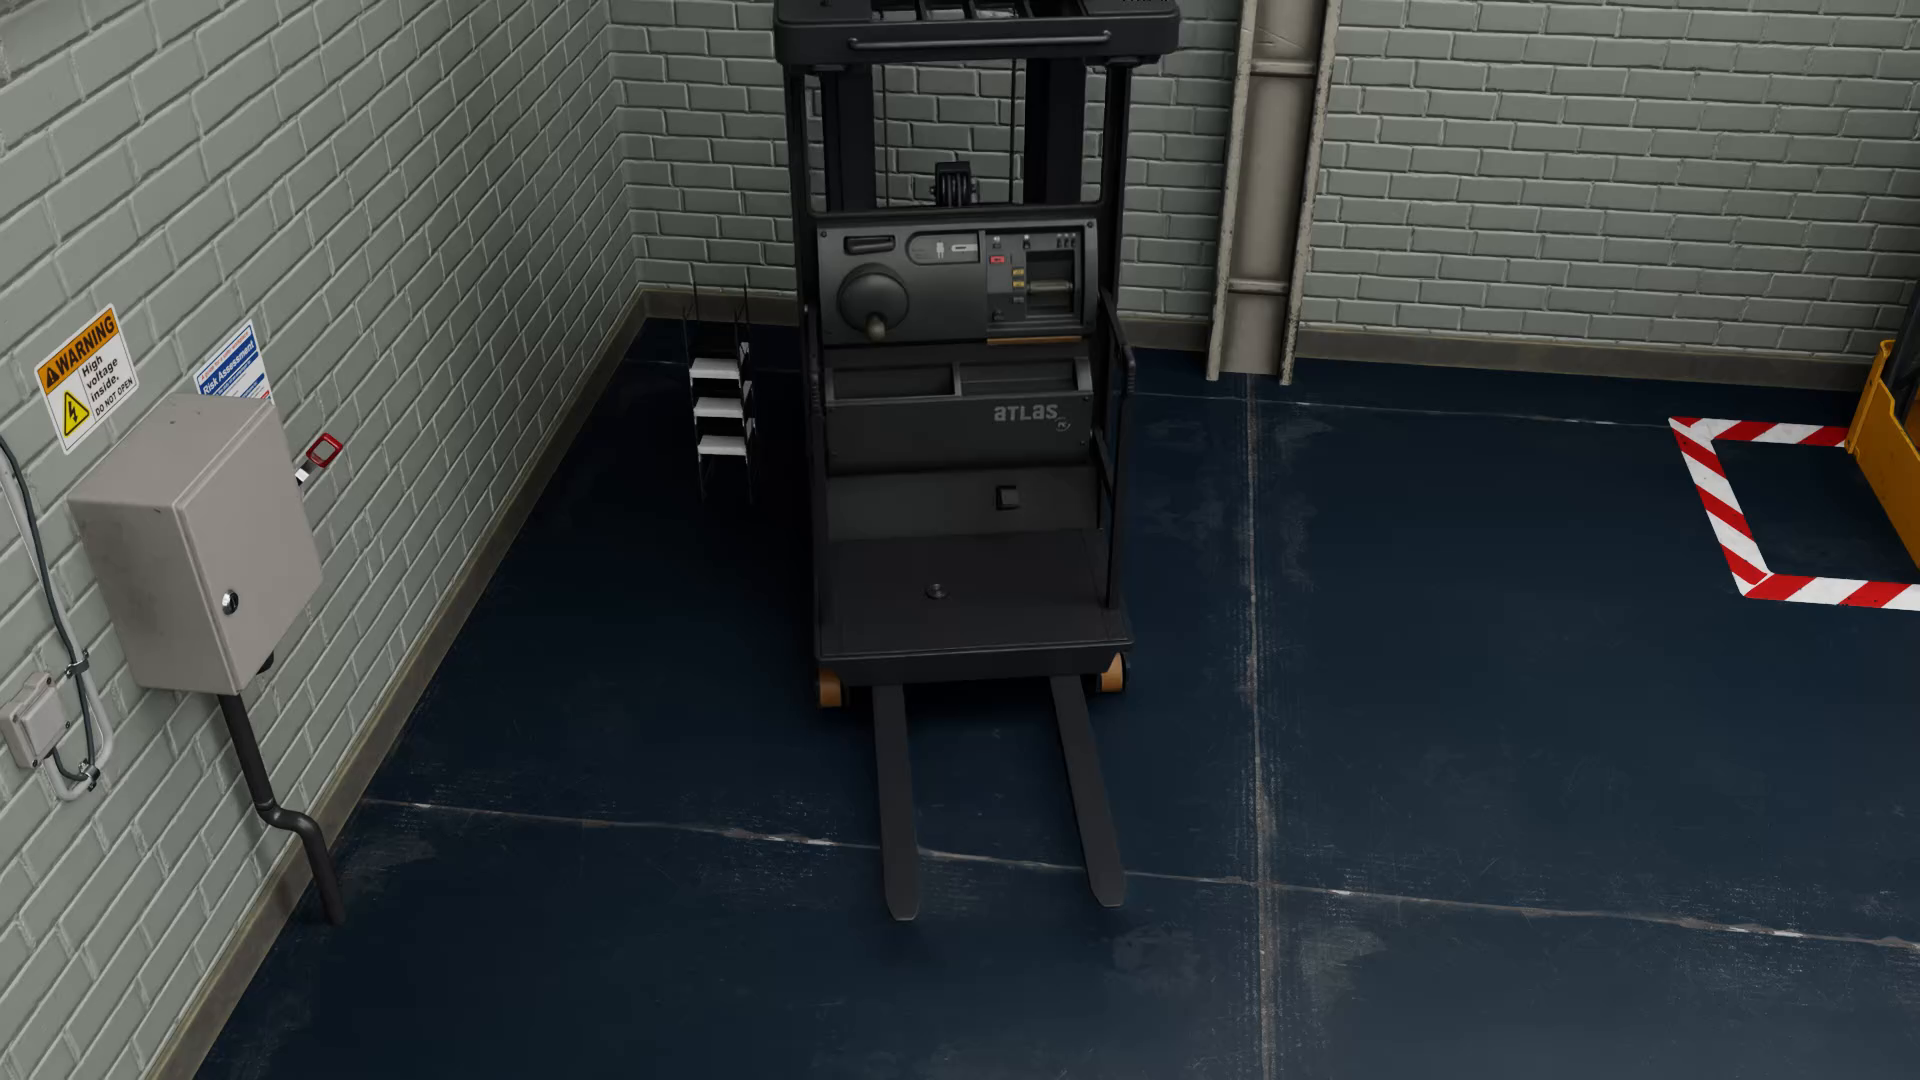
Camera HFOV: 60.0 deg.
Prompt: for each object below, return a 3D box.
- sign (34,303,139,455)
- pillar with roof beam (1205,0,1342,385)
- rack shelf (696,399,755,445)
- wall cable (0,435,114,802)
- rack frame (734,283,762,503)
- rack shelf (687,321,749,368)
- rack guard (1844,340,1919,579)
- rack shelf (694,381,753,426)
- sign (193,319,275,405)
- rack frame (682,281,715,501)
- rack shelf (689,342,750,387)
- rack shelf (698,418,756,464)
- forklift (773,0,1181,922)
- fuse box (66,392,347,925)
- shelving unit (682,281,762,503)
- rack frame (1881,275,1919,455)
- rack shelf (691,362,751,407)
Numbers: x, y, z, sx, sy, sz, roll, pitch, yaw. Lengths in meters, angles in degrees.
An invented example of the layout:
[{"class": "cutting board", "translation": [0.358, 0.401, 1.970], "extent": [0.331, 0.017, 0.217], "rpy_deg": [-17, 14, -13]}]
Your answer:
[{"class": "sign", "translation": [-2.097, -0.390, 4.004], "extent": [0.001, 0.242, 0.339], "rpy_deg": [4, 36, 6]}, {"class": "pillar with roof beam", "translation": [0.820, -2.008, 1.817], "extent": [0.400, 9.000, 9.100], "rpy_deg": [4, 36, 6]}, {"class": "rack shelf", "translation": [-0.967, -0.494, 6.880], "extent": [0.200, 0.077, 0.258], "rpy_deg": [2, 36, 3]}, {"class": "wall cable", "translation": [-2.128, -0.103, 3.437], "extent": [0.122, 1.984, 0.588], "rpy_deg": [4, 36, 6]}, {"class": "rack frame", "translation": [-0.866, -0.590, 6.803], "extent": [0.006, 0.900, 0.240], "rpy_deg": [2, 36, 3]}, {"class": "rack shelf", "translation": [-0.967, -0.787, 6.671], "extent": [0.200, 0.077, 0.258], "rpy_deg": [2, 36, 3]}, {"class": "rack guard", "translation": [4.003, -0.305, 6.746], "extent": [0.348, 0.500, 1.175], "rpy_deg": [4, 36, 6]}, {"class": "rack shelf", "translation": [-0.967, -0.568, 6.828], "extent": [0.200, 0.077, 0.258], "rpy_deg": [2, 36, 3]}, {"class": "sign", "translation": [-2.027, -0.332, 4.715], "extent": [0.001, 0.494, 0.329], "rpy_deg": [4, 36, 6]}, {"class": "rack frame", "translation": [-1.069, -0.599, 6.815], "extent": [0.006, 0.900, 0.240], "rpy_deg": [2, 36, 3]}, {"class": "rack shelf", "translation": [-0.967, -0.714, 6.723], "extent": [0.200, 0.077, 0.258], "rpy_deg": [2, 36, 3]}, {"class": "rack shelf", "translation": [-0.967, -0.421, 6.933], "extent": [0.200, 0.077, 0.258], "rpy_deg": [2, 36, 3]}, {"class": "forklift", "translation": [0.015, -0.801, 5.349], "extent": [1.130, 2.935, 3.031], "rpy_deg": [-3, 36, -4]}, {"class": "fuse box", "translation": [-1.885, 0.454, 4.641], "extent": [0.414, 1.711, 0.539], "rpy_deg": [4, 36, 6]}, {"class": "shelving unit", "translation": [-0.967, -0.595, 6.809], "extent": [0.210, 0.900, 0.258], "rpy_deg": [2, 36, 3]}, {"class": "rack frame", "translation": [3.927, -1.328, 6.028], "extent": [0.127, 3.000, 1.000], "rpy_deg": [4, 36, 6]}, {"class": "rack shelf", "translation": [-0.967, -0.641, 6.776], "extent": [0.200, 0.077, 0.258], "rpy_deg": [2, 36, 3]}]
